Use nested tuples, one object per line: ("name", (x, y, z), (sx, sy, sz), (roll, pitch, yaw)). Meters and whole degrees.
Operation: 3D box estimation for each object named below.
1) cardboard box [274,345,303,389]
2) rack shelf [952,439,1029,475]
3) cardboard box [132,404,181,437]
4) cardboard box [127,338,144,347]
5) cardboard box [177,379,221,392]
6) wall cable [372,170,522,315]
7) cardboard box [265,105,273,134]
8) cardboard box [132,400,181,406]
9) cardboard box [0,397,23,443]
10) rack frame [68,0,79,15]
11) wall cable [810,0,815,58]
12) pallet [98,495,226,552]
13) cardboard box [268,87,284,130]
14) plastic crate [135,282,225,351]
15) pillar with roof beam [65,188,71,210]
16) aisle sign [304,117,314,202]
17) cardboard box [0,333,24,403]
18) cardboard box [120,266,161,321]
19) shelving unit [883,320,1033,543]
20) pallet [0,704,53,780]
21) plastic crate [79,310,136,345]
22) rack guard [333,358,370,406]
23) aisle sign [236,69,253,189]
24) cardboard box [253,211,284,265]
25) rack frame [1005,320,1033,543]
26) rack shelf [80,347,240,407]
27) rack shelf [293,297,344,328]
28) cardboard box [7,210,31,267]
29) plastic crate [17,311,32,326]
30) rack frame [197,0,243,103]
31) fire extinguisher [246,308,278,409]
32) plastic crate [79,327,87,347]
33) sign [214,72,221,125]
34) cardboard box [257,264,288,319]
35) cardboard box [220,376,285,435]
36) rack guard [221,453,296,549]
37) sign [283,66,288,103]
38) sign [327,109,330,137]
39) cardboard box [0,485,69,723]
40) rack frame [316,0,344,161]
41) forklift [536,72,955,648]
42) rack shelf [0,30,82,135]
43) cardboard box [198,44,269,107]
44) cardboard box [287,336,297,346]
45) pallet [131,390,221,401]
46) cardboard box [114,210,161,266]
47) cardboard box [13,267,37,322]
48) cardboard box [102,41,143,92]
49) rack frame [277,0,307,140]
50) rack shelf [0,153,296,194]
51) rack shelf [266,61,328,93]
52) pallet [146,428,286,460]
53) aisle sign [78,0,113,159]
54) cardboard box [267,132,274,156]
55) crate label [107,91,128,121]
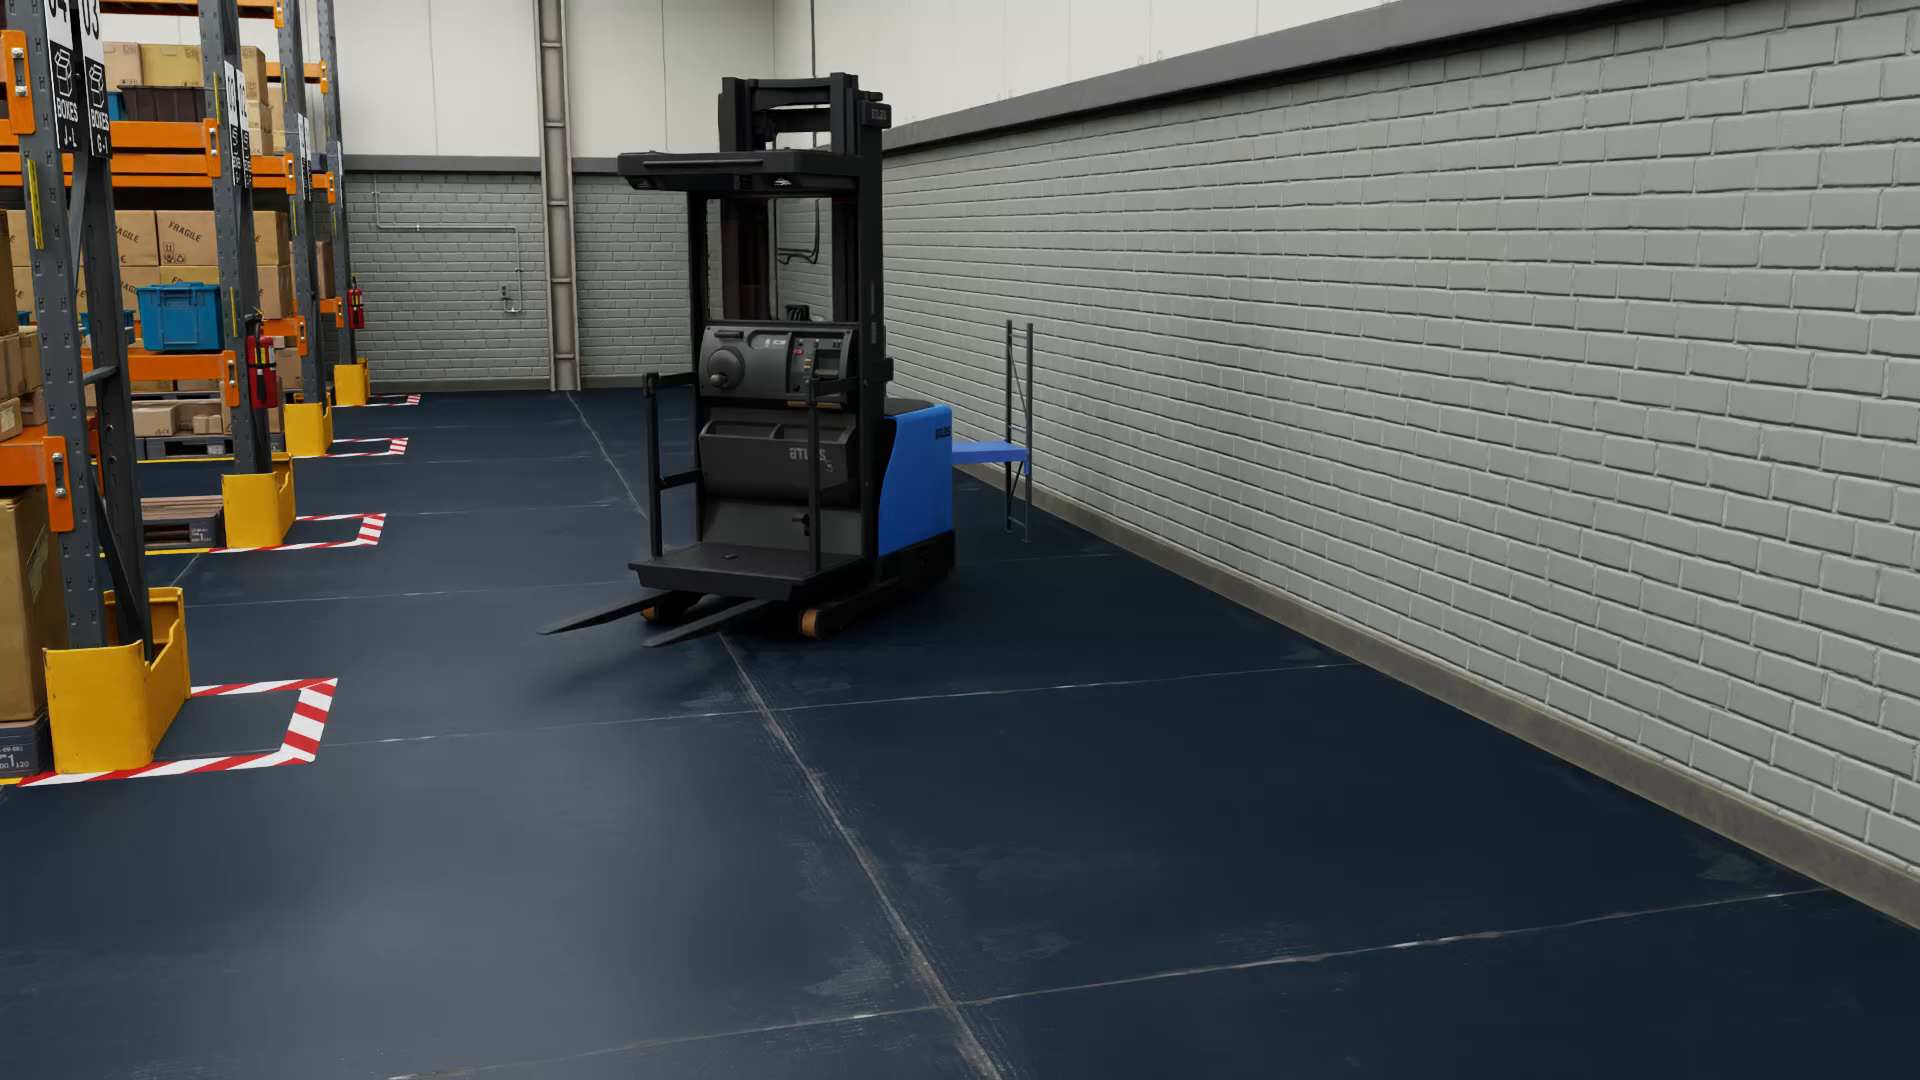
("cardboard box", (-8.380, -2.166, 20.774), (0.500, 0.500, 0.700), (-3, 11, -16))
("rack shelf", (-0.082, -0.556, 11.420), (1.000, 0.185, 0.538), (-3, 11, -16))
("cardboard box", (-7.721, -1.132, 15.790), (0.500, 0.250, 0.500), (-3, 11, -16))
("cardboard box", (-9.949, -2.368, 20.076), (0.250, 0.149, 0.380), (-3, 11, -18))
("cardboard box", (-9.343, -2.115, 20.497), (0.500, 0.500, 0.700), (-3, 11, -18))
("wall cable", (-6.771, -3.971, 22.025), (1.851, 1.984, 0.084), (-3, 11, -16))
("cardboard box", (-6.914, -4.048, 15.997), (0.500, 0.250, 0.500), (-3, 11, -16))
("cardboard box", (-7.909, -1.216, 16.248), (0.500, 0.250, 0.500), (-3, 11, -16))
("cardboard box", (-3.832, -0.460, 6.454), (0.250, 0.149, 0.380), (-3, 11, -15))
("rack frame", (-3.582, -3.609, 6.297), (0.127, 3.000, 1.000), (-3, 11, -16))
("wall cable", (-1.449, -6.903, 18.816), (0.112, 2.526, 3.097), (-3, 11, -16))
("pallet", (-5.769, -0.113, 11.580), (1.213, 0.211, 1.003), (-3, 11, -16))
("cardboard box", (-8.362, -5.184, 20.040), (0.500, 0.500, 0.500), (-3, 11, -16))
("plastic crate", (-5.236, -1.517, 11.240), (0.499, 0.435, 0.616), (-3, 11, -16))
("pillar with roof beam", (-9.943, -5.427, 16.174), (0.400, 9.000, 9.100), (-3, 11, -16))
("aisle sign", (-6.364, -3.714, 16.256), (0.004, 0.787, 0.394), (-3, 11, -16))
("cardboard box", (-3.974, -0.661, 6.443), (0.500, 0.250, 0.500), (-3, 11, -17))
("cardboard box", (-7.679, -2.309, 15.528), (0.500, 0.500, 0.500), (-3, 11, -15))
("shelving unit", (-0.082, -0.733, 11.387), (1.048, 1.500, 0.538), (-3, 11, -16))
("pallet", (-4.328, 0.767, 6.799), (1.213, 0.211, 1.003), (-3, 11, -16))
("plastic crate", (-5.928, -1.478, 11.589), (0.300, 0.233, 0.416), (-3, 11, -16))
("rack guard", (-7.713, -2.014, 21.105), (0.348, 0.500, 1.175), (-3, 11, -16))
("aisle sign", (-4.981, -2.854, 11.582), (0.004, 0.787, 0.394), (-3, 11, -16))
("cardboard box", (-6.698, -2.852, 15.714), (0.500, 0.500, 0.500), (-3, 11, -16))
("rack frame", (0.406, -0.759, 11.527), (0.032, 1.500, 0.500), (-3, 11, -16))
("rack shelf", (-6.887, -1.065, 11.033), (4.000, 0.370, 1.077), (-3, 11, -16))
("rack shelf", (-9.656, -2.787, 20.388), (4.000, 0.370, 1.077), (-3, 11, -16))
("cardboard box", (-8.668, -2.747, 15.143), (0.500, 0.500, 0.500), (-3, 11, -18))
("plastic crate", (-6.560, -1.445, 11.408), (0.300, 0.233, 0.416), (-3, 11, -16))
("rack frame", (-4.967, -4.470, 10.974), (0.127, 3.000, 1.000), (-3, 11, -16))
("fire extinguisher", (-4.695, -1.227, 11.170), (0.183, 0.674, 0.296), (-3, 11, -16))
("plastic crate", (-5.981, -1.335, 11.074), (0.243, 0.136, 0.396), (-3, 11, -16))
("sign", (-4.797, -2.849, 10.740), (0.005, 0.325, 0.100), (-3, 11, -16))
("cardboard box", (-6.702, -2.360, 15.806), (0.500, 0.500, 0.500), (-3, 11, -14))
("cardboard box", (-6.801, -1.298, 16.000), (0.500, 0.500, 0.500), (-3, 11, -16))
("rack guard", (-4.947, -0.294, 11.762), (0.348, 0.500, 1.175), (-3, 11, -16))
("sign", (-6.212, -4.194, 15.314), (0.005, 0.325, 0.100), (-3, 11, -16))
("sign", (-7.598, -5.019, 20.011), (0.005, 0.325, 0.100), (-3, 11, -16))
("cardboard box", (-4.175, 0.226, 6.743), (0.875, 0.875, 0.875), (-3, 11, -16))
("rack frame", (-7.736, -6.192, 20.329), (0.127, 3.000, 1.000), (-3, 11, -16))
("forklift", (-1.097, -1.007, 8.919), (1.130, 2.935, 3.031), (5, 11, 24))
("rack shelf", (-5.503, -1.679, 6.084), (4.000, 0.370, 1.077), (-3, 11, -16))
("cardboard box", (-6.836, -4.368, 15.668), (0.500, 0.500, 0.700), (-3, 11, -16))
("cardboard box", (-8.316, -2.527, 20.938), (0.250, 0.149, 0.380), (-3, 11, -16))
("pallet", (-9.651, -1.755, 20.499), (1.213, 0.211, 1.003), (-3, 11, -16))
("cardboard box", (-7.680, -2.799, 15.427), (0.500, 0.500, 0.500), (-3, 11, -14))
("cardboard box", (-8.651, -2.258, 15.249), (0.500, 0.500, 0.500), (-3, 11, -16))
("cardboard box", (-7.790, -4.314, 15.372), (0.500, 0.500, 0.700), (-3, 11, -16))
("rack frame", (-6.348, -5.332, 15.652), (0.127, 3.000, 1.000), (-3, 11, -16))
("rack shelf", (-8.268, -3.401, 15.439), (4.000, 0.370, 1.077), (-3, 11, -16))
("rack shelf", (-9.656, -5.541, 19.881), (4.000, 0.370, 1.077), (-3, 11, -16))
("pallet", (-7.186, -0.965, 16.207), (1.213, 0.211, 1.003), (-3, 11, -16))
("aisle sign", (-3.597, -1.993, 6.908), (0.004, 0.787, 0.394), (-3, 11, -16))
("cardboard box", (-6.912, -3.801, 16.036), (0.500, 0.250, 0.500), (-3, 11, -16))
("crate label", (-5.943, -2.931, 11.311), (0.502, 0.251, 0.408), (-3, 11, -16))
